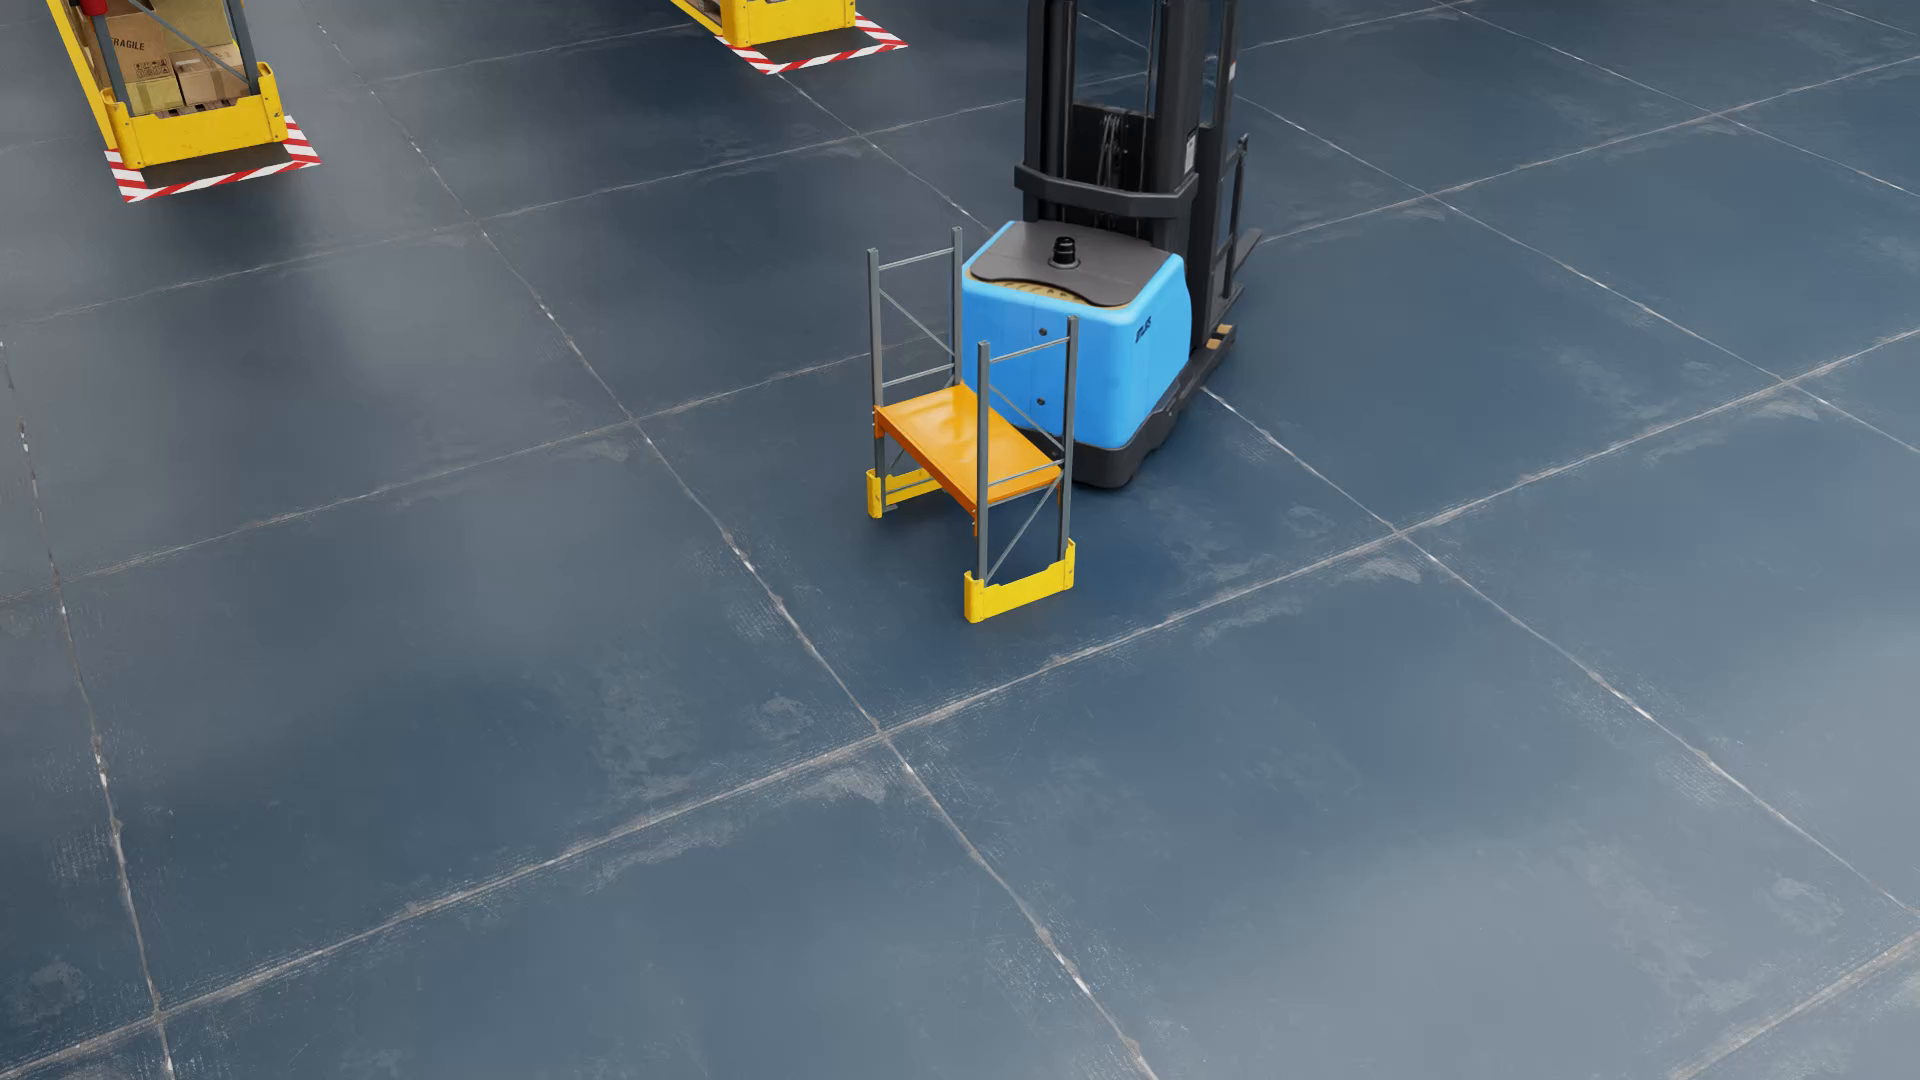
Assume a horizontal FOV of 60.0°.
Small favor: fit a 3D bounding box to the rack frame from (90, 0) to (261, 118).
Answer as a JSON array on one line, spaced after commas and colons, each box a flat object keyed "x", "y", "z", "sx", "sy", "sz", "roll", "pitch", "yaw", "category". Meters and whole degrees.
[{"x": -5.698, "y": -4.190, "z": 11.670, "sx": 1.000, "sy": 3.000, "sz": 0.127, "roll": -19, "pitch": 40, "yaw": -24, "category": "rack frame"}]

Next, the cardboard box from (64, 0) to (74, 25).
[{"x": -6.990, "y": -4.498, "z": 13.432, "sx": 0.500, "sy": 0.500, "sz": 0.500, "roll": -19, "pitch": 40, "yaw": -24, "category": "cardboard box"}]

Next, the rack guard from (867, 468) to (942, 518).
[{"x": -0.212, "y": -0.316, "z": 8.698, "sx": 0.587, "sy": 0.250, "sz": 0.087, "roll": -19, "pitch": 40, "yaw": -24, "category": "rack guard"}]

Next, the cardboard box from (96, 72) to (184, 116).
[{"x": -6.223, "y": -3.435, "z": 12.612, "sx": 0.500, "sy": 0.250, "sz": 0.500, "roll": -19, "pitch": 40, "yaw": -24, "category": "cardboard box"}]

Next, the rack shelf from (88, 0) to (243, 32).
[{"x": -6.703, "y": -4.919, "z": 13.279, "sx": 1.077, "sy": 0.370, "sz": 4.000, "roll": -19, "pitch": 40, "yaw": -24, "category": "rack shelf"}]

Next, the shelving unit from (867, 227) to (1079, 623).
[{"x": 0.038, "y": -0.567, "z": 7.982, "sx": 0.587, "sy": 1.500, "sz": 1.083, "roll": -19, "pitch": 40, "yaw": -24, "category": "shelving unit"}]

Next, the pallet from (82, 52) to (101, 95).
[{"x": -6.728, "y": -4.063, "z": 13.861, "sx": 1.003, "sy": 0.211, "sz": 1.213, "roll": -19, "pitch": 40, "yaw": -24, "category": "pallet"}]

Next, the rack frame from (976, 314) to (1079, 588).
[{"x": 0.298, "y": -0.303, "z": 7.621, "sx": 0.500, "sy": 1.500, "sz": 0.032, "roll": -19, "pitch": 40, "yaw": -24, "category": "rack frame"}]

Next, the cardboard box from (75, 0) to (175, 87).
[{"x": -6.225, "y": -3.737, "z": 12.390, "sx": 0.500, "sy": 0.500, "sz": 0.500, "roll": -19, "pitch": 40, "yaw": -24, "category": "cardboard box"}]

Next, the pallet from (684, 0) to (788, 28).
[{"x": -1.896, "y": -4.970, "z": 15.103, "sx": 1.003, "sy": 0.211, "sz": 1.213, "roll": -19, "pitch": 40, "yaw": -24, "category": "pallet"}]

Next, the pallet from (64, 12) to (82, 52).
[{"x": -7.345, "y": -4.685, "z": 14.713, "sx": 1.003, "sy": 0.211, "sz": 1.213, "roll": -19, "pitch": 40, "yaw": -24, "category": "pallet"}]

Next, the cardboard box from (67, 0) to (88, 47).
[{"x": -6.740, "y": -4.243, "z": 13.082, "sx": 0.500, "sy": 0.500, "sz": 0.500, "roll": -19, "pitch": 40, "yaw": -24, "category": "cardboard box"}]

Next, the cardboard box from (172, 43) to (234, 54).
[{"x": -6.030, "y": -3.842, "z": 13.170, "sx": 0.500, "sy": 0.250, "sz": 0.500, "roll": -19, "pitch": 40, "yaw": -24, "category": "cardboard box"}]

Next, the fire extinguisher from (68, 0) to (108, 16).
[{"x": -6.041, "y": -3.960, "z": 11.422, "sx": 0.296, "sy": 0.674, "sz": 0.183, "roll": -19, "pitch": 40, "yaw": -24, "category": "fire extinguisher"}]

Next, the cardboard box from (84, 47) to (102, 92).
[{"x": -6.485, "y": -3.686, "z": 12.956, "sx": 0.500, "sy": 0.250, "sz": 0.500, "roll": -19, "pitch": 40, "yaw": -24, "category": "cardboard box"}]

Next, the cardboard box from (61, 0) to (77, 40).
[{"x": -7.243, "y": -4.449, "z": 14.001, "sx": 0.500, "sy": 0.250, "sz": 0.500, "roll": -19, "pitch": 40, "yaw": -24, "category": "cardboard box"}]

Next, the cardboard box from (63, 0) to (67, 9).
[{"x": -7.243, "y": -4.752, "z": 13.780, "sx": 0.500, "sy": 0.500, "sz": 0.500, "roll": -19, "pitch": 40, "yaw": -24, "category": "cardboard box"}]

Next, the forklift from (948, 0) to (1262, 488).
[{"x": 1.018, "y": -2.316, "z": 9.163, "sx": 1.130, "sy": 2.935, "sz": 3.031, "roll": 16, "pitch": 39, "yaw": 20, "category": "forklift"}]

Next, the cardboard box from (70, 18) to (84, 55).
[{"x": -6.987, "y": -4.196, "z": 13.655, "sx": 0.500, "sy": 0.250, "sz": 0.500, "roll": -19, "pitch": 40, "yaw": -24, "category": "cardboard box"}]

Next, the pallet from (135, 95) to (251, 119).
[{"x": -6.119, "y": -3.441, "z": 13.010, "sx": 1.003, "sy": 0.211, "sz": 1.213, "roll": -19, "pitch": 40, "yaw": -24, "category": "pallet"}]

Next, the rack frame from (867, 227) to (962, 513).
[{"x": -0.213, "y": -0.821, "z": 8.330, "sx": 0.500, "sy": 1.500, "sz": 0.032, "roll": -19, "pitch": 40, "yaw": -24, "category": "rack frame"}]

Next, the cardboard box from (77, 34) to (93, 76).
[{"x": -6.737, "y": -3.941, "z": 13.305, "sx": 0.500, "sy": 0.250, "sz": 0.500, "roll": -19, "pitch": 40, "yaw": -24, "category": "cardboard box"}]

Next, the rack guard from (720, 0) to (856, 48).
[{"x": -1.492, "y": -4.671, "z": 14.449, "sx": 1.175, "sy": 0.500, "sz": 0.348, "roll": -19, "pitch": 40, "yaw": -24, "category": "rack guard"}]

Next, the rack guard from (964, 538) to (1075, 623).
[{"x": 0.289, "y": 0.192, "z": 8.003, "sx": 0.587, "sy": 0.250, "sz": 0.087, "roll": -19, "pitch": 40, "yaw": -24, "category": "rack guard"}]

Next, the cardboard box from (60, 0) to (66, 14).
[{"x": -7.490, "y": -4.706, "z": 14.352, "sx": 0.500, "sy": 0.250, "sz": 0.500, "roll": -19, "pitch": 40, "yaw": -24, "category": "cardboard box"}]

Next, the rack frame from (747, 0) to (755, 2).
[{"x": -1.414, "y": -5.655, "z": 13.677, "sx": 1.000, "sy": 3.000, "sz": 0.127, "roll": -19, "pitch": 40, "yaw": -24, "category": "rack frame"}]

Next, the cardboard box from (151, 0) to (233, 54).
[{"x": -6.028, "y": -4.145, "z": 12.949, "sx": 0.500, "sy": 0.500, "sz": 0.500, "roll": -19, "pitch": 40, "yaw": -24, "category": "cardboard box"}]

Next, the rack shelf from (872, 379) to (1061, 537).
[{"x": 0.043, "y": -0.417, "z": 8.082, "sx": 0.538, "sy": 0.185, "sz": 1.000, "roll": -19, "pitch": 40, "yaw": -24, "category": "rack shelf"}]

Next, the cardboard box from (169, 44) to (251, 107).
[{"x": -5.775, "y": -3.588, "z": 12.822, "sx": 0.500, "sy": 0.250, "sz": 0.500, "roll": -19, "pitch": 40, "yaw": -24, "category": "cardboard box"}]

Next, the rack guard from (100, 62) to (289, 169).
[{"x": -5.686, "y": -3.168, "z": 12.391, "sx": 1.175, "sy": 0.500, "sz": 0.348, "roll": -19, "pitch": 40, "yaw": -24, "category": "rack guard"}]
